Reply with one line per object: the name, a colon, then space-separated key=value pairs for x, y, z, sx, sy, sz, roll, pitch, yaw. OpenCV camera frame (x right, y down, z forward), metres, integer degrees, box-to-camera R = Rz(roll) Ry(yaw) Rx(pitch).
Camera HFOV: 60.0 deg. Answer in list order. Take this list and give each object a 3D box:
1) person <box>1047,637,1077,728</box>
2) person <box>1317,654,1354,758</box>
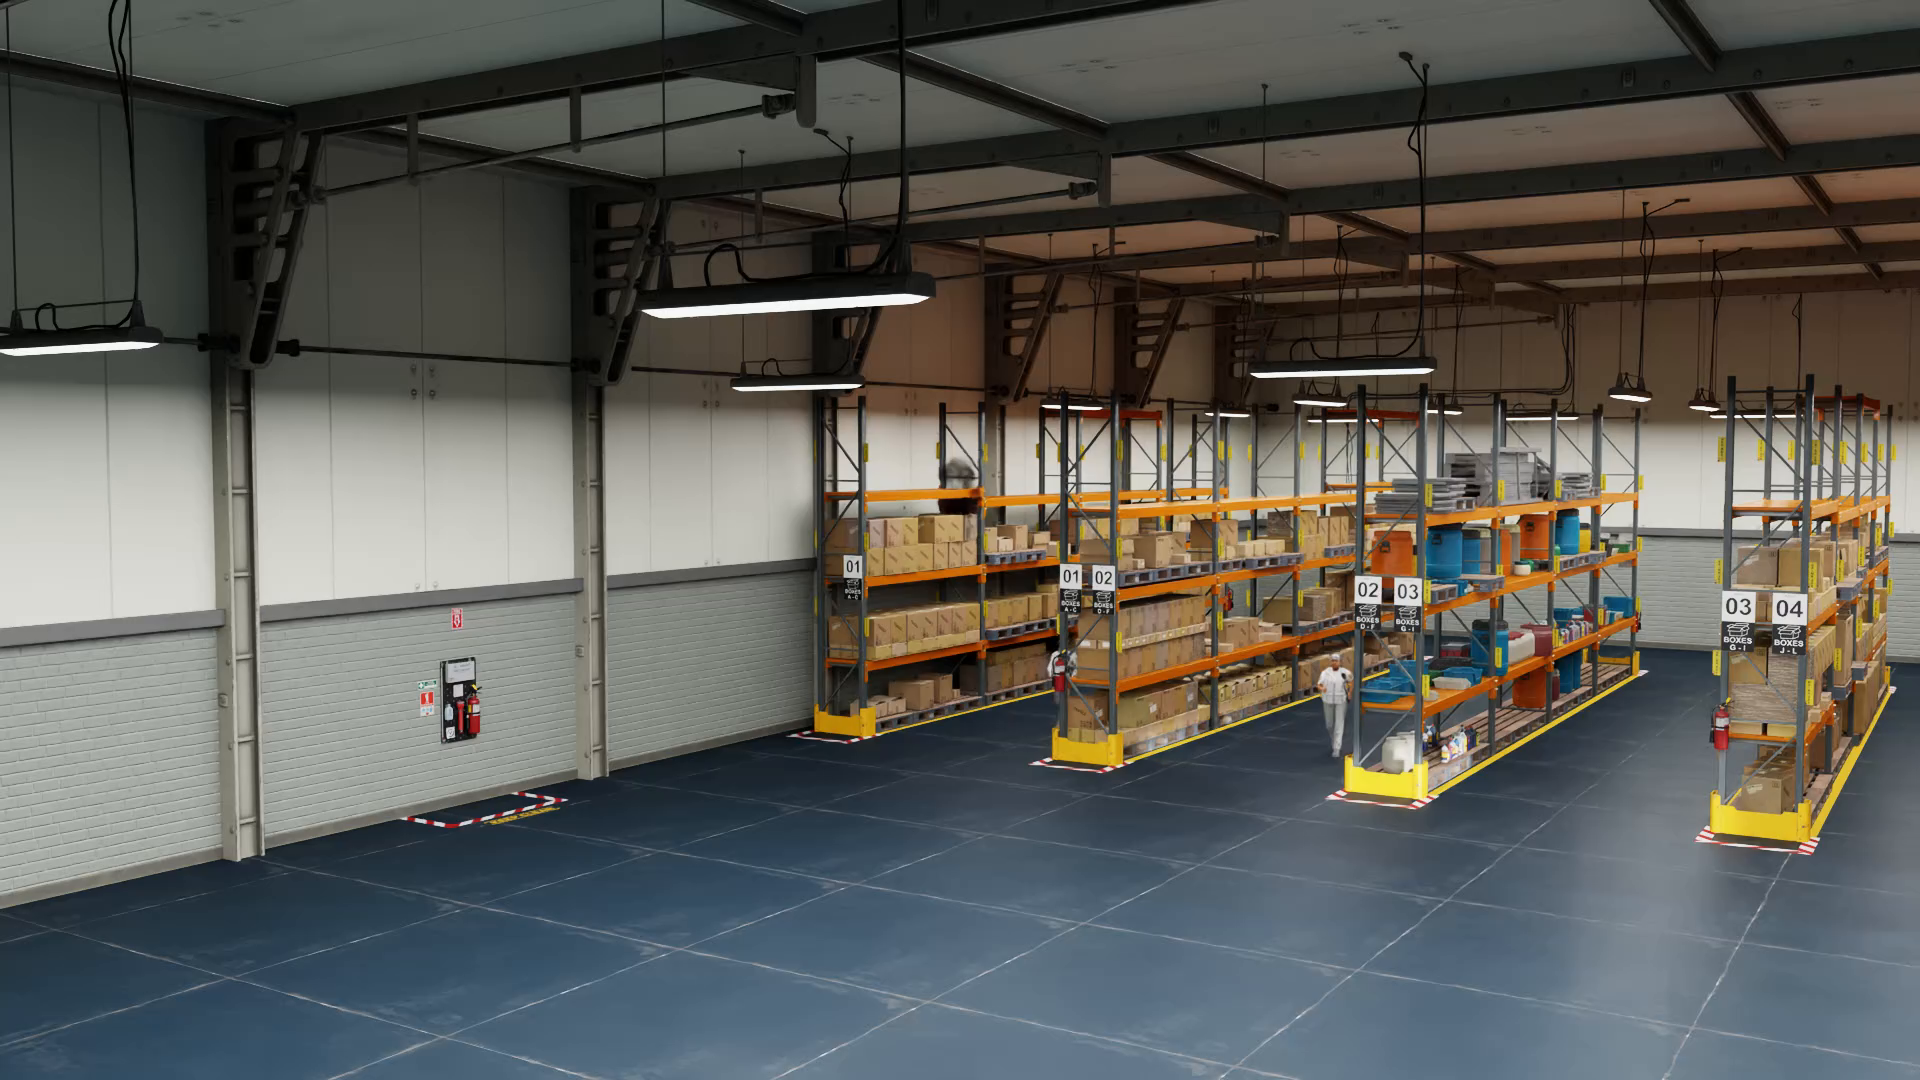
person: x=1.856 y=2.569 z=30.142 sx=0.586 sy=1.669 sz=0.890 roll=1 pitch=3 yaw=20
person: x=6.222 y=2.716 z=27.557 sx=0.606 sy=1.656 sz=0.924 roll=1 pitch=3 yaw=21
